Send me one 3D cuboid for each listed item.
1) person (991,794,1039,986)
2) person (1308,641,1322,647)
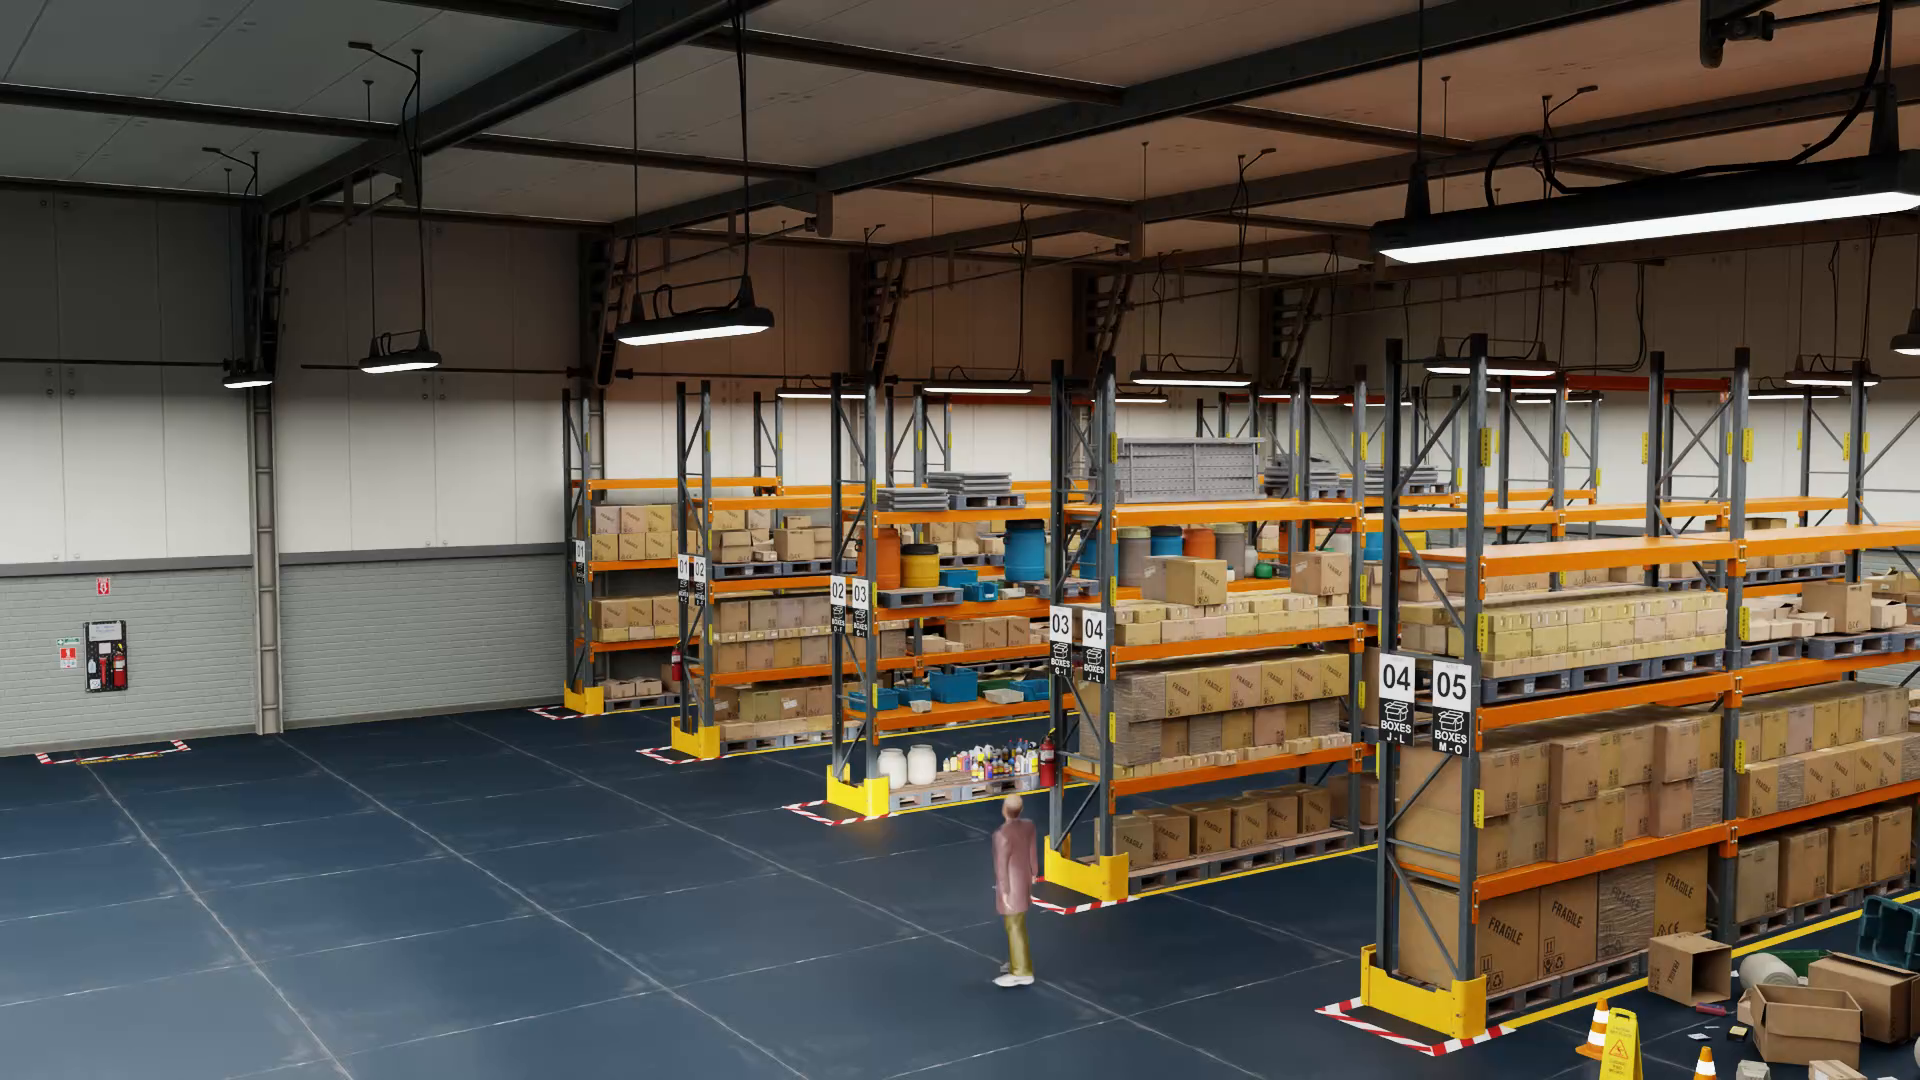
[{"bbox_3d":[0.517,3.265,15.669,0.479,1.808,0.750,2,4,24],"label":"person"},{"bbox_3d":[6.819,2.281,31.999,0.960,1.645,0.541,-3,5,-37],"label":"person"}]
